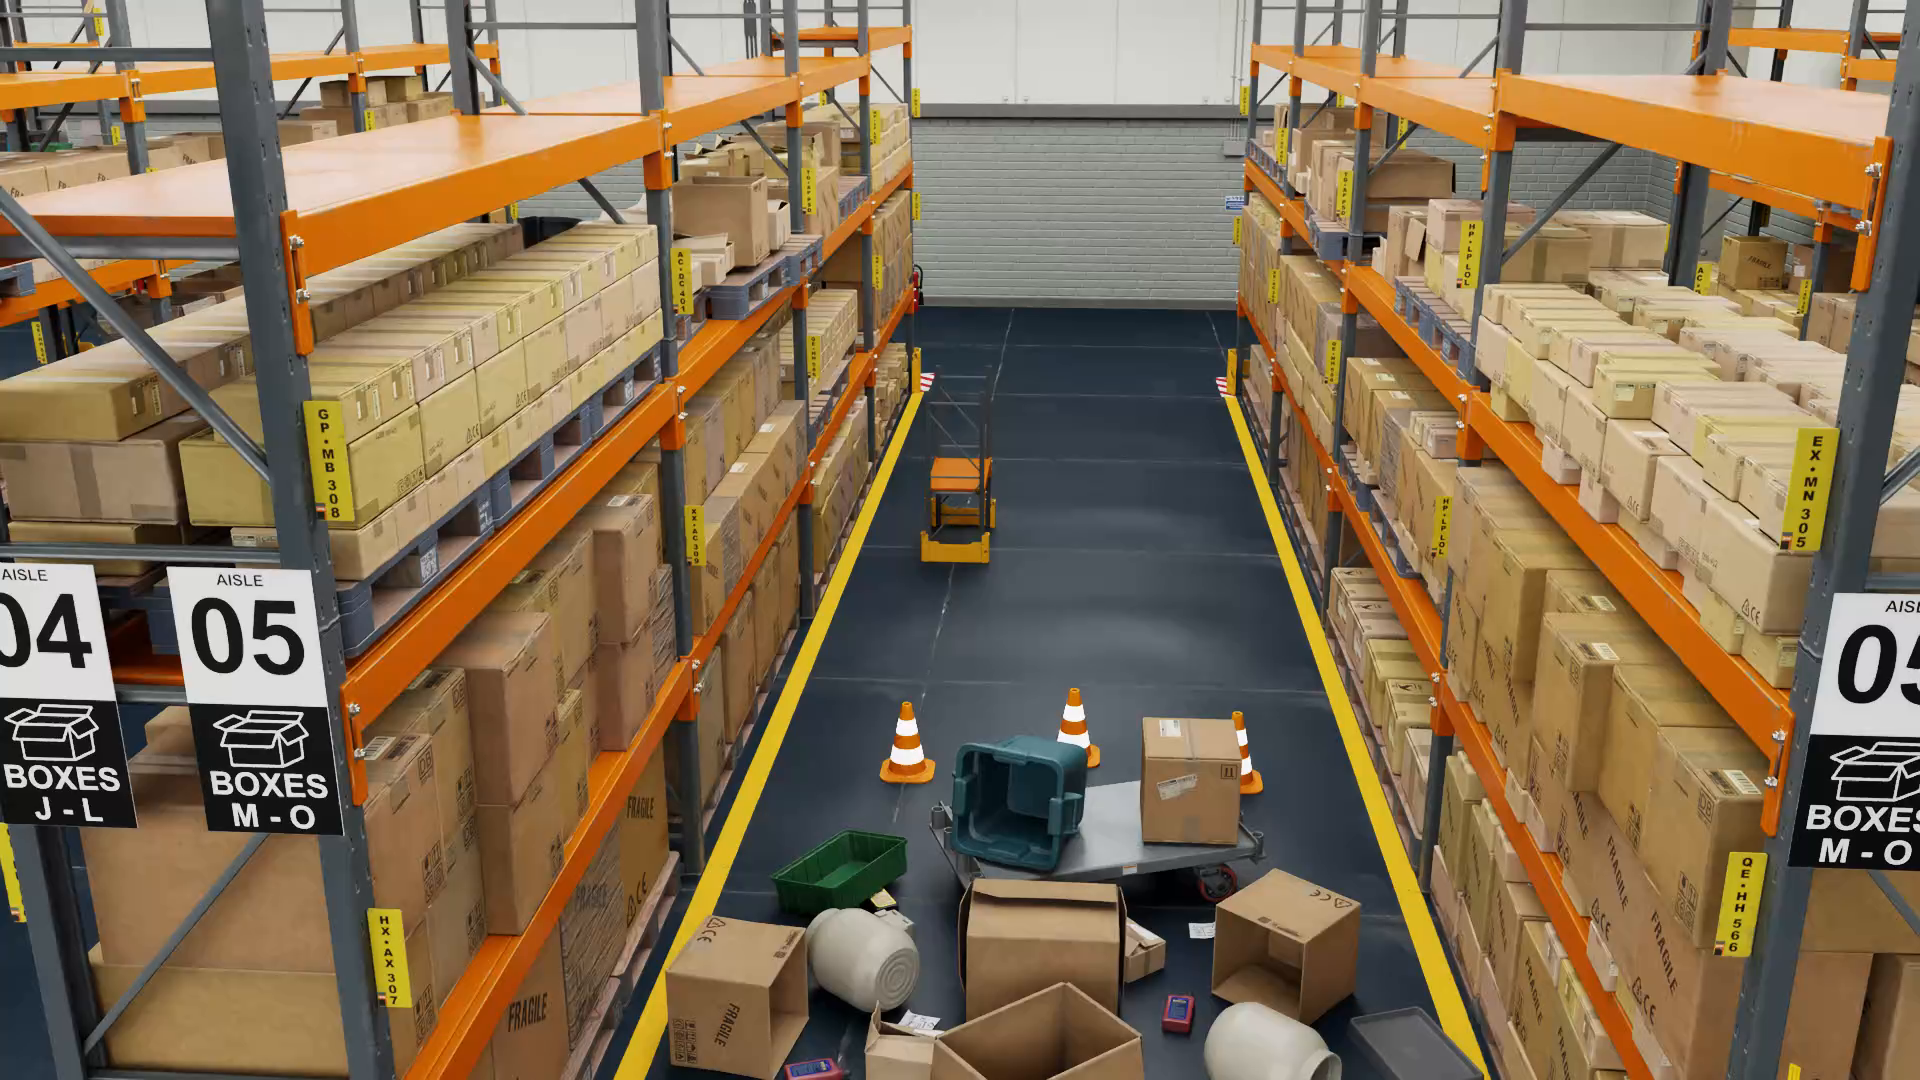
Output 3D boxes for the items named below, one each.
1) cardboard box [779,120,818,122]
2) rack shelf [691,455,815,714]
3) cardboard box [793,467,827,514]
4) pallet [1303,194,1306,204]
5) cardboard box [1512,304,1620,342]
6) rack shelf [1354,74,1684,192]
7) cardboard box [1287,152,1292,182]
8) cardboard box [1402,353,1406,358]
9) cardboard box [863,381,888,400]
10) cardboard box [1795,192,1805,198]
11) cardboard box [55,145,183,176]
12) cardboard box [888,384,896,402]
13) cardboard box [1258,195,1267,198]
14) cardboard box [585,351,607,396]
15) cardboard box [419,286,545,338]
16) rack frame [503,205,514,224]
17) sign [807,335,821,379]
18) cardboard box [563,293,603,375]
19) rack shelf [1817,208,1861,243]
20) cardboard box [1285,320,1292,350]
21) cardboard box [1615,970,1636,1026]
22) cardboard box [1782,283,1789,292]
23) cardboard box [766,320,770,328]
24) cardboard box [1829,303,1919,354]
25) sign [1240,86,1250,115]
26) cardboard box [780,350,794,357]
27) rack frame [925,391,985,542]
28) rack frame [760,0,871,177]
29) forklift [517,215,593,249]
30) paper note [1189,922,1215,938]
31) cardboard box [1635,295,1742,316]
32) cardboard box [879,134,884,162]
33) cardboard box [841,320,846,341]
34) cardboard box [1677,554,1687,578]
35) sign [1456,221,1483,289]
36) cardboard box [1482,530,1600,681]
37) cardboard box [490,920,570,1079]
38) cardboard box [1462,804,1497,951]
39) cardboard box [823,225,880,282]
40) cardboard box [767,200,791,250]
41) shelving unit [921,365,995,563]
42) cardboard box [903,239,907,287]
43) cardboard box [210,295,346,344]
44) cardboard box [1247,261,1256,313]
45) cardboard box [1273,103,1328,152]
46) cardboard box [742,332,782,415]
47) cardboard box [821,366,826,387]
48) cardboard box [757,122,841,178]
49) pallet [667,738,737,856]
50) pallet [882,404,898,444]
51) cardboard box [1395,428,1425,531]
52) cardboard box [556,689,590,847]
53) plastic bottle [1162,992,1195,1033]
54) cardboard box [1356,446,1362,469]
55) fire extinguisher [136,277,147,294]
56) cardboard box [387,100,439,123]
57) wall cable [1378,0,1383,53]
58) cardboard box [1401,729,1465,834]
[{"bbox_3d":[-1.624,-4.113,16.639,0.380,0.149,0.250,1,18,4],"label":"cardboard box"},{"bbox_3d":[-1.788,0.136,10.847,1.077,0.370,4.000,1,18,4],"label":"rack shelf"},{"bbox_3d":[-1.354,-0.404,13.475,0.500,0.250,0.500,0,18,1],"label":"cardboard box"},{"bbox_3d":[3.570,-3.039,14.871,0.805,0.209,1.217,1,18,2],"label":"pallet"},{"bbox_3d":[2.647,-0.937,7.271,0.380,0.149,0.250,1,18,2],"label":"cardboard box"},{"bbox_3d":[3.156,-2.446,9.734,1.077,0.370,4.000,1,18,4],"label":"rack shelf"},{"bbox_3d":[3.202,-3.404,15.219,0.396,0.266,0.258,1,18,3],"label":"cardboard box"},{"bbox_3d":[3.579,-1.419,12.669,0.500,0.500,0.500,1,18,2],"label":"cardboard box"},{"bbox_3d":[-0.983,-1.622,18.005,0.380,0.149,0.250,2,18,5],"label":"cardboard box"},{"bbox_3d":[8.289,-3.381,16.011,0.380,0.149,0.250,1,18,4],"label":"cardboard box"},{"bbox_3d":[-6.613,-2.835,13.099,0.797,0.503,0.637,2,18,7],"label":"cardboard box"},{"bbox_3d":[-0.913,-1.640,18.537,0.380,0.149,0.250,1,18,4],"label":"cardboard box"},{"bbox_3d":[3.624,-3.877,19.129,0.380,0.149,0.250,2,18,5],"label":"cardboard box"},{"bbox_3d":[-1.711,-0.702,7.001,0.380,0.149,0.250,2,18,5],"label":"cardboard box"},{"bbox_3d":[-1.767,-0.846,6.157,0.380,0.149,0.250,2,18,5],"label":"cardboard box"},{"bbox_3d":[-6.011,-3.454,20.647,1.000,3.000,0.127,1,18,4],"label":"rack frame"},{"bbox_3d":[-1.091,-1.366,12.416,0.100,0.325,0.005,1,18,4],"label":"sign"},{"bbox_3d":[-1.785,-0.857,6.831,0.500,0.250,0.500,1,18,3],"label":"cardboard box"},{"bbox_3d":[8.394,-2.343,13.595,1.077,0.370,4.000,1,18,4],"label":"rack shelf"},{"bbox_3d":[3.264,-1.864,15.232,0.500,0.250,0.500,2,18,5],"label":"cardboard box"},{"bbox_3d":[2.487,1.575,5.704,0.380,0.149,0.250,1,18,3],"label":"cardboard box"},{"bbox_3d":[8.940,-2.568,17.707,0.500,0.250,0.500,1,18,4],"label":"cardboard box"},{"bbox_3d":[-1.918,-1.997,14.974,0.380,0.149,0.250,1,18,3],"label":"cardboard box"},{"bbox_3d":[8.243,-1.822,14.831,0.700,0.500,0.500,1,18,5],"label":"cardboard box"},{"bbox_3d":[3.320,-5.126,19.400,0.100,0.325,0.005,1,18,4],"label":"sign"},{"bbox_3d":[-1.402,-1.413,13.191,0.380,0.149,0.250,1,18,2],"label":"cardboard box"},{"bbox_3d":[-0.043,-0.528,14.127,0.500,1.500,0.032,1,18,4],"label":"rack frame"},{"bbox_3d":[-1.358,-4.920,15.488,1.000,3.000,0.127,1,18,4],"label":"rack frame"},{"bbox_3d":[-3.485,-1.069,13.479,1.130,2.935,3.031,13,22,34],"label":"forklift"},{"bbox_3d":[1.273,2.032,8.674,0.148,0.019,0.142,1,18,4],"label":"paper note"},{"bbox_3d":[3.266,-1.005,7.479,0.380,0.149,0.250,1,18,3],"label":"cardboard box"},{"bbox_3d":[-1.044,-3.960,16.812,0.500,0.250,0.500,1,18,4],"label":"cardboard box"},{"bbox_3d":[-1.243,-1.919,15.215,0.380,0.149,0.250,1,18,2],"label":"cardboard box"},{"bbox_3d":[2.596,0.076,5.459,0.380,0.149,0.250,1,18,4],"label":"cardboard box"},{"bbox_3d":[2.459,-1.375,8.023,0.100,0.325,0.005,1,18,4],"label":"sign"},{"bbox_3d":[2.644,0.275,7.021,0.700,0.500,0.500,1,18,3],"label":"cardboard box"},{"bbox_3d":[-2.175,1.982,6.795,0.875,0.875,0.875,1,18,3],"label":"cardboard box"},{"bbox_3d":[2.675,1.589,7.795,0.500,0.500,0.500,2,18,6],"label":"cardboard box"},{"bbox_3d":[-1.083,-2.868,16.615,0.500,0.500,0.500,2,18,5],"label":"cardboard box"},{"bbox_3d":[-1.421,-2.126,11.085,0.500,0.311,0.500,1,18,4],"label":"cardboard box"},{"bbox_3d":[-0.005,-0.689,14.617,0.587,1.500,1.083,1,18,4],"label":"shelving unit"},{"bbox_3d":[-0.889,-3.196,19.220,0.500,0.500,0.500,1,18,3],"label":"cardboard box"},{"bbox_3d":[-2.441,-0.782,5.962,0.380,0.149,0.250,1,18,3],"label":"cardboard box"},{"bbox_3d":[3.490,-2.822,18.559,0.500,0.500,0.500,1,18,4],"label":"cardboard box"},{"bbox_3d":[3.579,-4.330,17.508,0.500,0.500,0.500,2,18,5],"label":"cardboard box"},{"bbox_3d":[-1.687,-1.211,12.034,0.700,0.500,0.500,1,18,4],"label":"cardboard box"},{"bbox_3d":[-1.339,-1.376,14.033,0.380,0.149,0.250,2,18,6],"label":"cardboard box"},{"bbox_3d":[-1.495,-3.627,15.522,0.700,0.500,0.500,1,18,4],"label":"cardboard box"},{"bbox_3d":[-1.951,1.499,10.010,1.003,0.211,1.213,1,18,4],"label":"pallet"},{"bbox_3d":[-1.260,-1.334,18.655,1.003,0.211,1.213,1,18,4],"label":"pallet"},{"bbox_3d":[2.894,-0.357,9.883,0.500,0.500,0.500,2,18,6],"label":"cardboard box"},{"bbox_3d":[-2.057,0.962,6.930,0.875,0.550,0.500,1,18,4],"label":"cardboard box"},{"bbox_3d":[1.050,2.249,7.960,0.133,0.061,0.283,4,19,13],"label":"plastic bottle"},{"bbox_3d":[2.972,-0.561,11.546,0.380,0.149,0.250,0,18,0],"label":"cardboard box"},{"bbox_3d":[-10.487,-3.387,21.167,0.296,0.674,0.183,1,18,4],"label":"fire extinguisher"},{"bbox_3d":[-6.080,-4.502,18.033,0.700,0.500,0.500,2,18,6],"label":"cardboard box"},{"bbox_3d":[7.526,-7.783,24.163,2.988,3.039,0.133,1,18,4],"label":"wall cable"},{"bbox_3d":[3.048,1.380,9.439,0.950,0.372,0.625,2,18,5],"label":"cardboard box"}]
